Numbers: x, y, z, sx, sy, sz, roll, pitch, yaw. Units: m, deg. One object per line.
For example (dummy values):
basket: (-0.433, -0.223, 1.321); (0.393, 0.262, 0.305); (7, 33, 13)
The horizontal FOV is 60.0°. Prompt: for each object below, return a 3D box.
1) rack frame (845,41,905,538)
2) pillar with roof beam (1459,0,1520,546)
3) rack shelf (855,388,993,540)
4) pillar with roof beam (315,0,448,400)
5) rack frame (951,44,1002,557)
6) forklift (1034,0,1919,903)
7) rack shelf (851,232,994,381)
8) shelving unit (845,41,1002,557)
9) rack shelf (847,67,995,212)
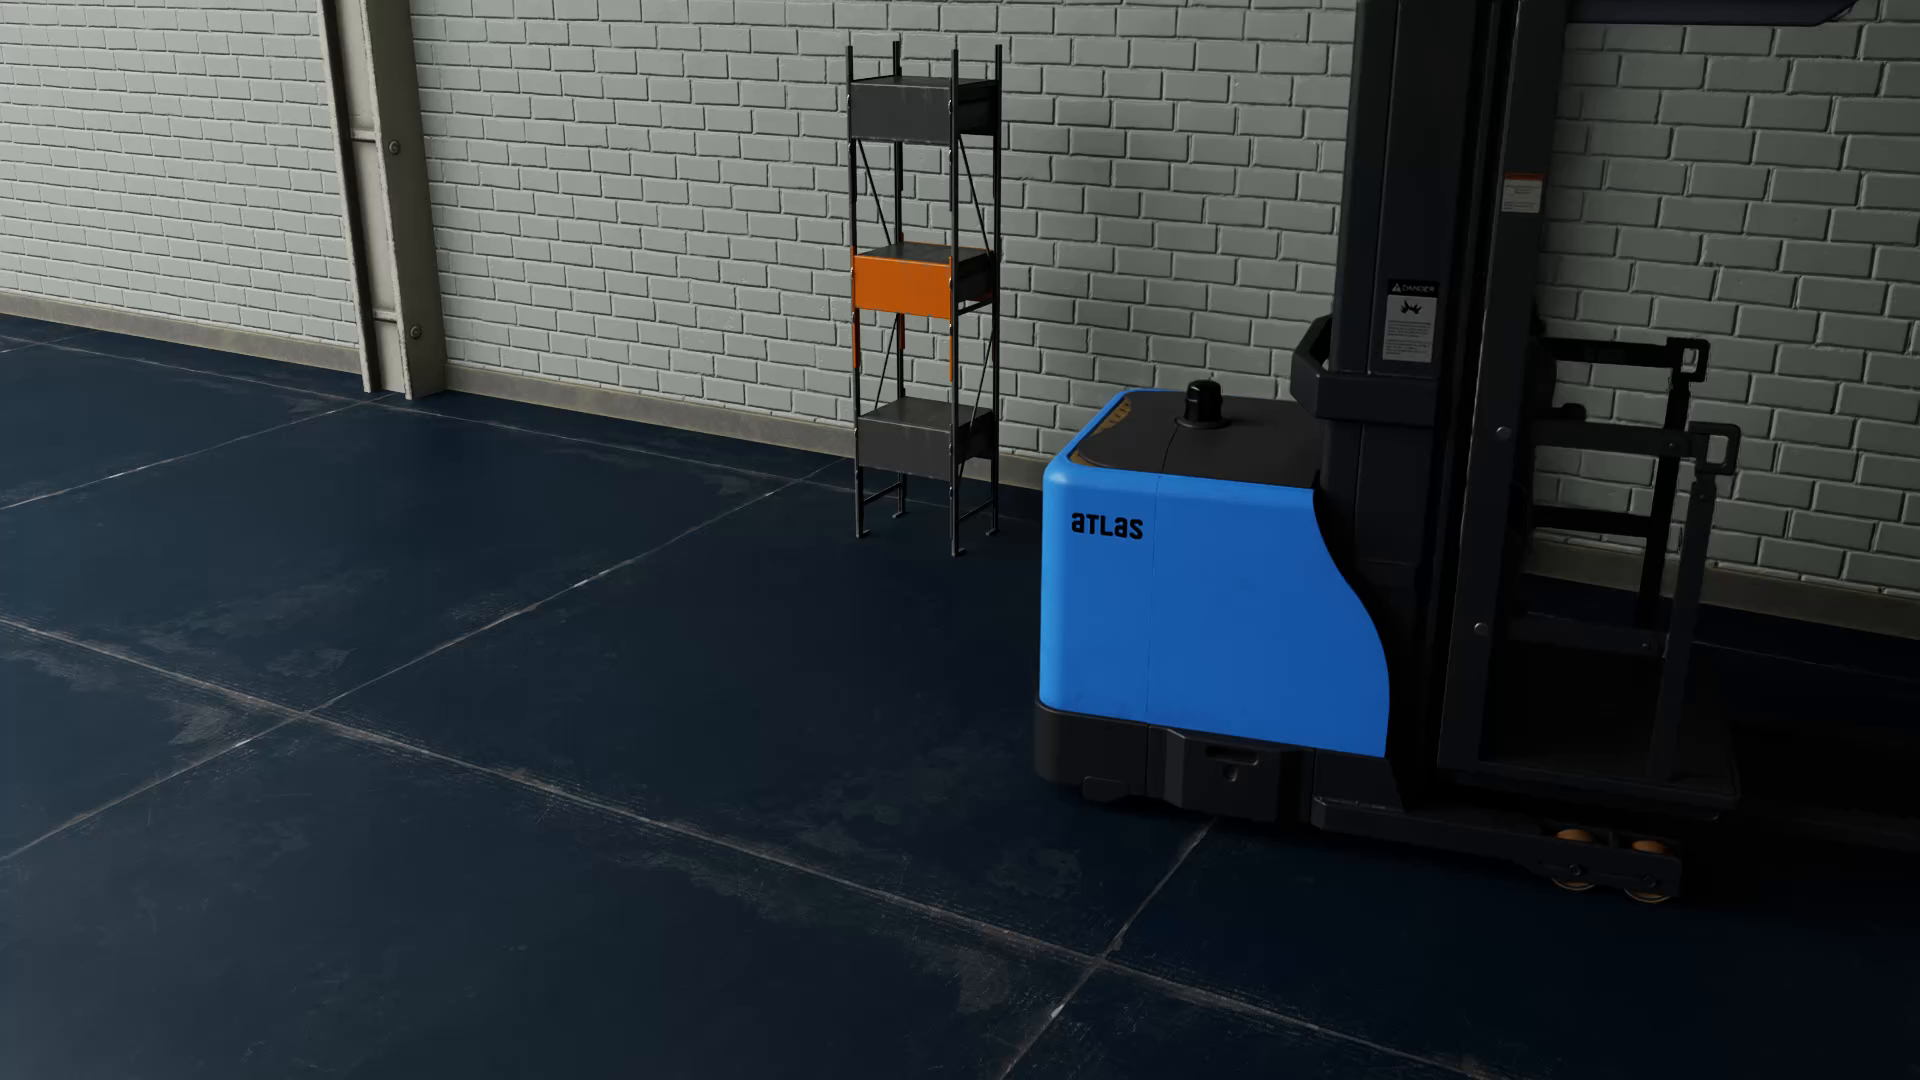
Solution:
rack frame: (-0.358, -1.055, 7.195); (0.015, 2.100, 0.400); (11, 23, 27)
pillar with roof beam: (-0.121, -2.839, 1.994); (0.400, 9.000, 9.100); (11, 23, 27)
rack shelf: (-0.144, -0.344, 7.326); (0.480, 0.518, 0.431); (11, 23, 27)
pillar with roof beam: (-5.359, -3.836, 4.745); (0.400, 9.000, 9.100); (11, 23, 27)
rack frame: (0.069, -0.974, 6.971); (0.015, 2.100, 0.400); (11, 23, 27)
forklift: (1.804, -0.578, 4.662); (3.031, 2.935, 1.130); (7, 21, 18)
rack shelf: (-0.145, -1.002, 7.088); (0.480, 0.518, 0.431); (11, 23, 27)
shelving unit: (-0.145, -1.015, 7.083); (0.503, 2.100, 0.431); (11, 23, 27)
rack shelf: (-0.145, -1.660, 6.849); (0.480, 0.518, 0.431); (11, 23, 27)
